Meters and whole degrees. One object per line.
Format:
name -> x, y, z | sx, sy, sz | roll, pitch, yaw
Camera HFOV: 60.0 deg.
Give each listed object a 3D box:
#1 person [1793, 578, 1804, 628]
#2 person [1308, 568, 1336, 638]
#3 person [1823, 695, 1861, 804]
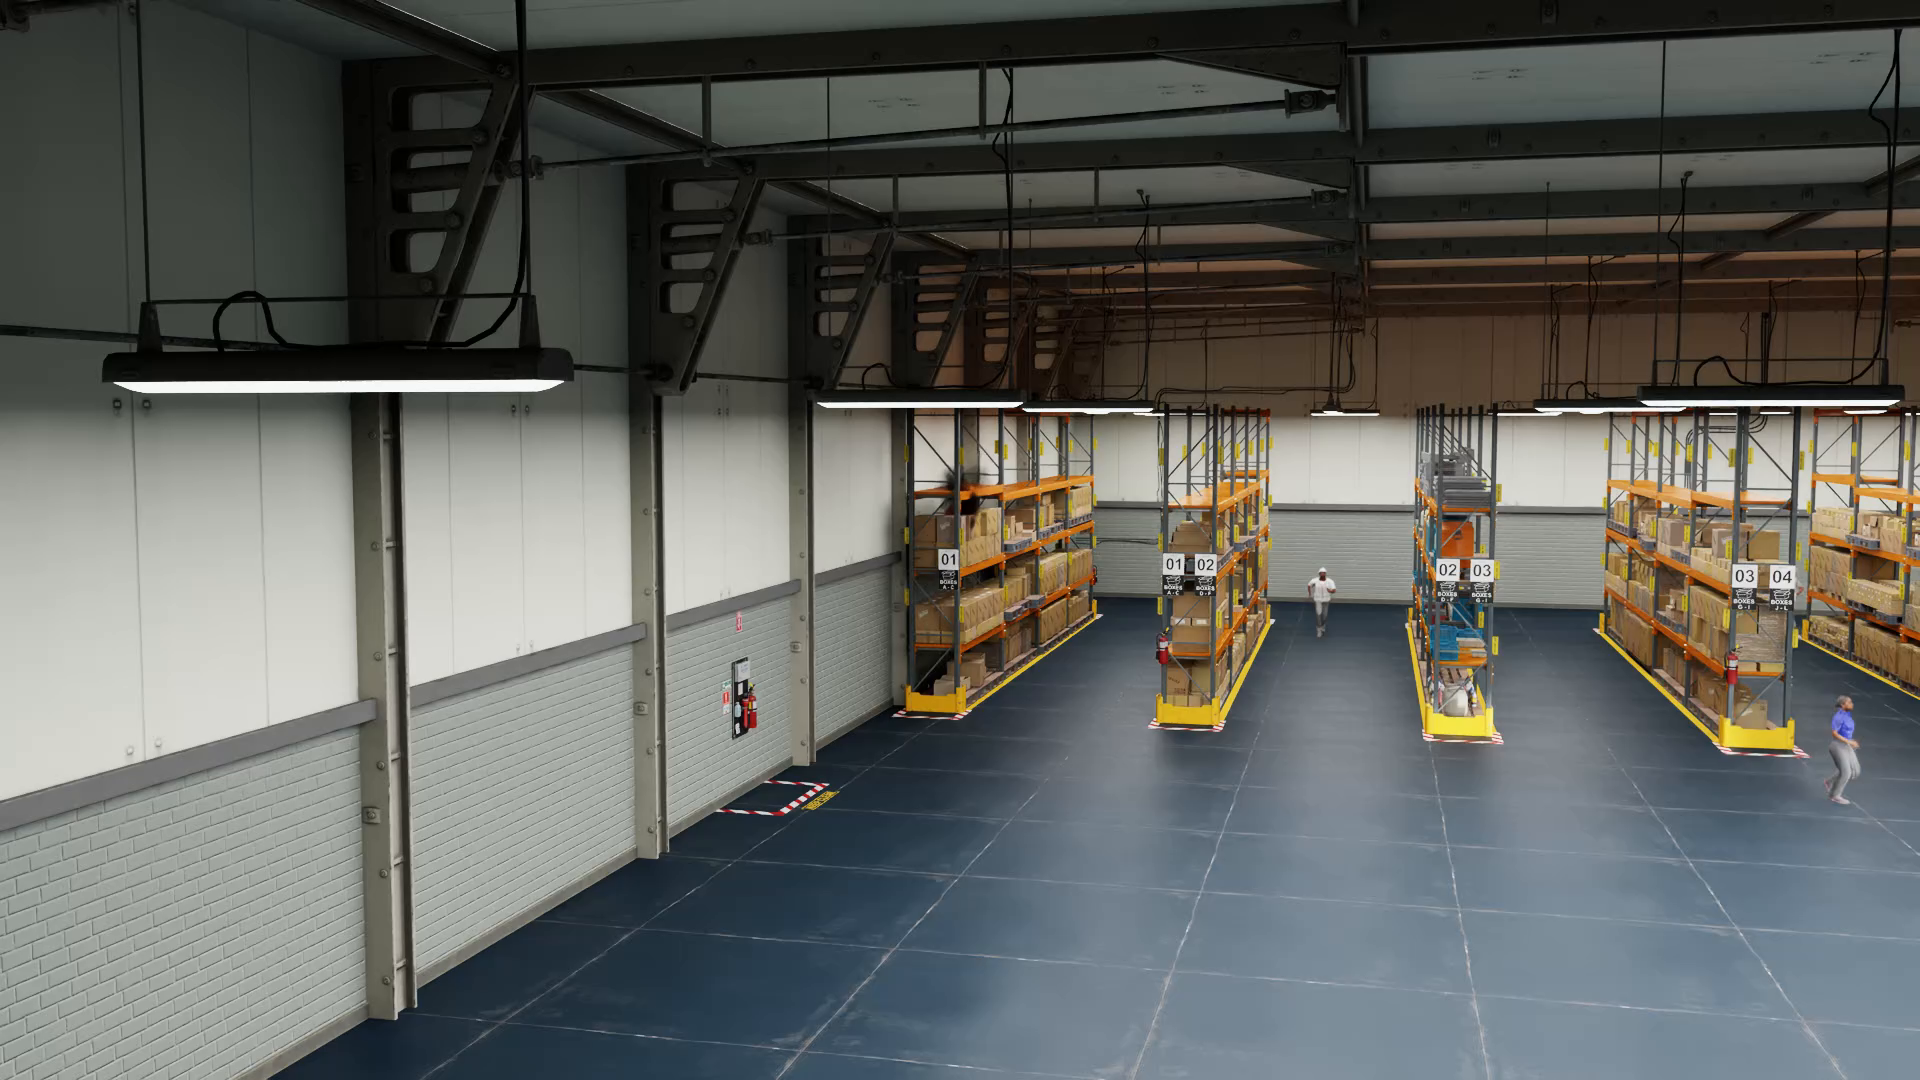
person -> 21.965, 1.618, 44.130 | 0.908, 1.797, 0.688 | -1, 4, -16
person -> 9.559, 1.630, 43.904 | 0.686, 1.805, 0.876 | 0, 4, 3
person -> 13.141, 3.165, 24.758 | 0.532, 1.521, 0.581 | 4, 6, 43
